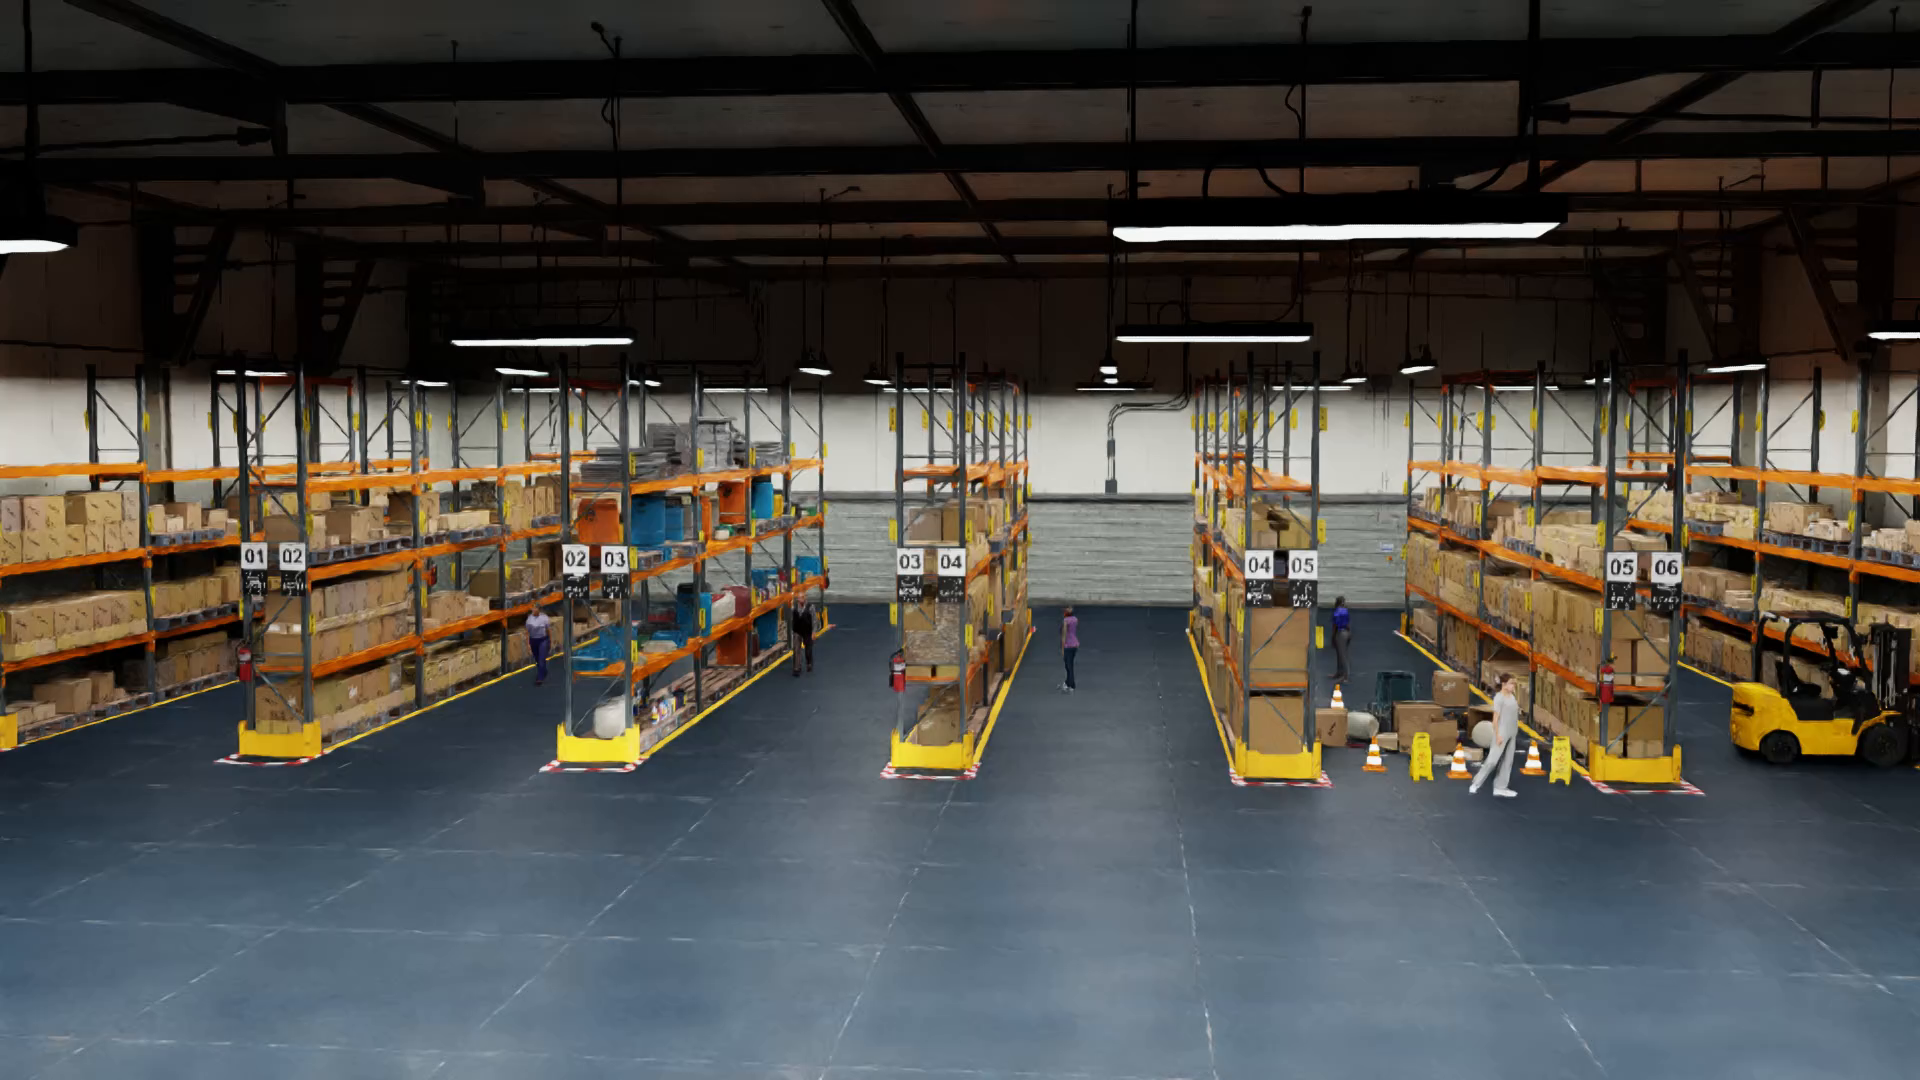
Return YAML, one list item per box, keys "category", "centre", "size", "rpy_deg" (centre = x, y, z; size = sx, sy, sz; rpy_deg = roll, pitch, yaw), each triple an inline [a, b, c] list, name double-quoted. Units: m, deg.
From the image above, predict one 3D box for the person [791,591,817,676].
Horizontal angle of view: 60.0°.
- category: "person"
  centre: [-3.084, 1.832, 32.893]
  size: [0.554, 1.673, 1.029]
  rpy_deg: [0, 4, 4]

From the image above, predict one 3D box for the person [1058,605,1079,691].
- category: "person"
  centre: [1.991, 1.999, 30.890]
  size: [0.453, 1.597, 0.467]
  rpy_deg: [3, 5, 36]

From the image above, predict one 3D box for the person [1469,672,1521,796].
- category: "person"
  centre: [7.135, 2.596, 22.205]
  size: [0.657, 1.665, 0.491]
  rpy_deg: [-3, 5, -37]

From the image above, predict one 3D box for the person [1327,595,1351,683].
- category: "person"
  centre: [7.296, 1.896, 31.993]
  size: [0.551, 1.642, 0.574]
  rpy_deg: [3, 5, 36]

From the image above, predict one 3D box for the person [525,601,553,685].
- category: "person"
  centre: [-8.074, 1.946, 31.803]
  size: [0.479, 1.567, 1.090]
  rpy_deg: [1, 4, 8]
